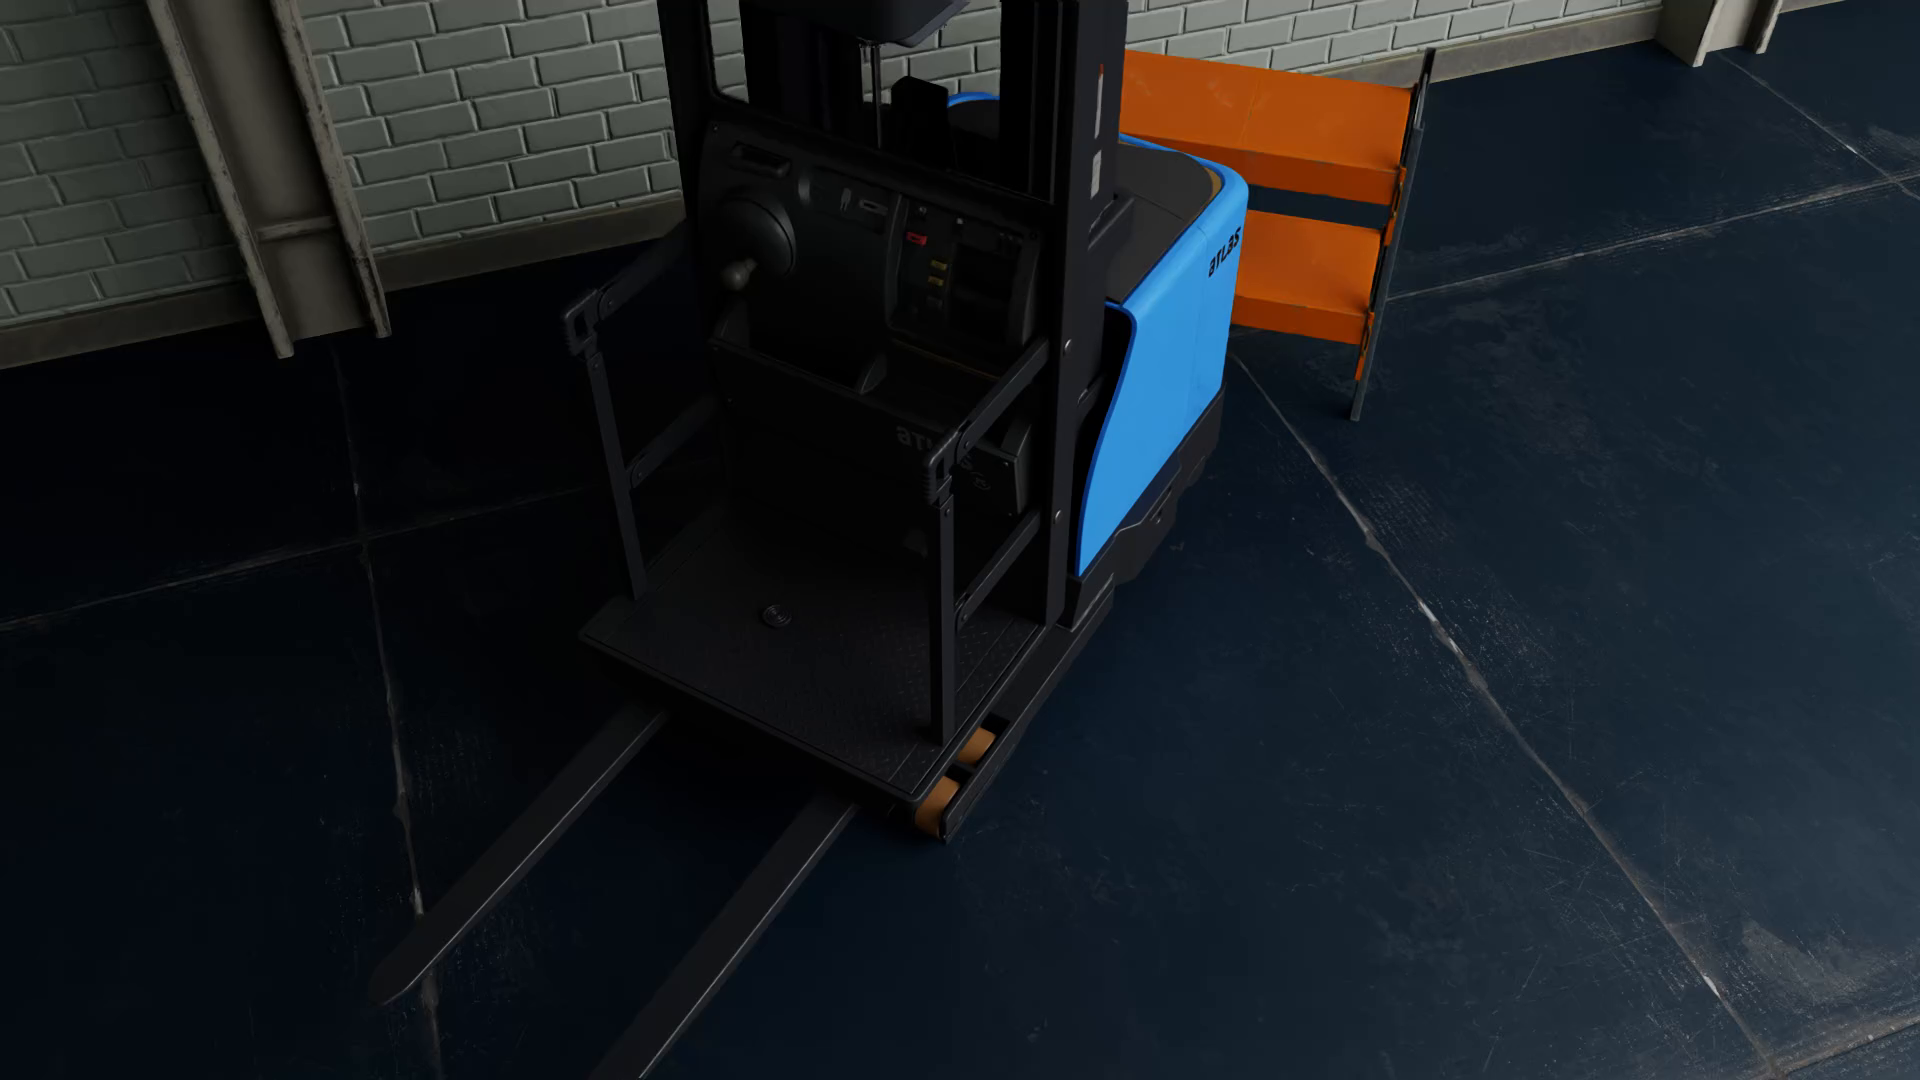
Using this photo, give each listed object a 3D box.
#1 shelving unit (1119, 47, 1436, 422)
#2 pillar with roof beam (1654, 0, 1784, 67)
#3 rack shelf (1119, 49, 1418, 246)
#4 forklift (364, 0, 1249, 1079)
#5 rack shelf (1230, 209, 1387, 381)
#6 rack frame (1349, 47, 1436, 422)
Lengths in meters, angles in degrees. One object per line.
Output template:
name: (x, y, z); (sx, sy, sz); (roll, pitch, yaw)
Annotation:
shelving unit: (0.917, -1.070, 5.522); (1.048, 1.125, 0.538); (11, 46, 11)
pillar with roof beam: (4.822, -2.542, 1.430); (0.400, 9.000, 9.100); (-14, 47, -14)
rack shelf: (0.917, -1.277, 5.315); (1.000, 0.278, 0.538); (11, 46, 11)
forklift: (-0.334, -0.617, 3.796); (1.130, 2.935, 3.031); (23, 49, 21)
rack shelf: (0.917, -0.897, 5.696); (1.000, 0.278, 0.538); (11, 46, 11)
rack frame: (1.406, -0.973, 5.425); (0.032, 1.125, 0.500); (11, 46, 11)
